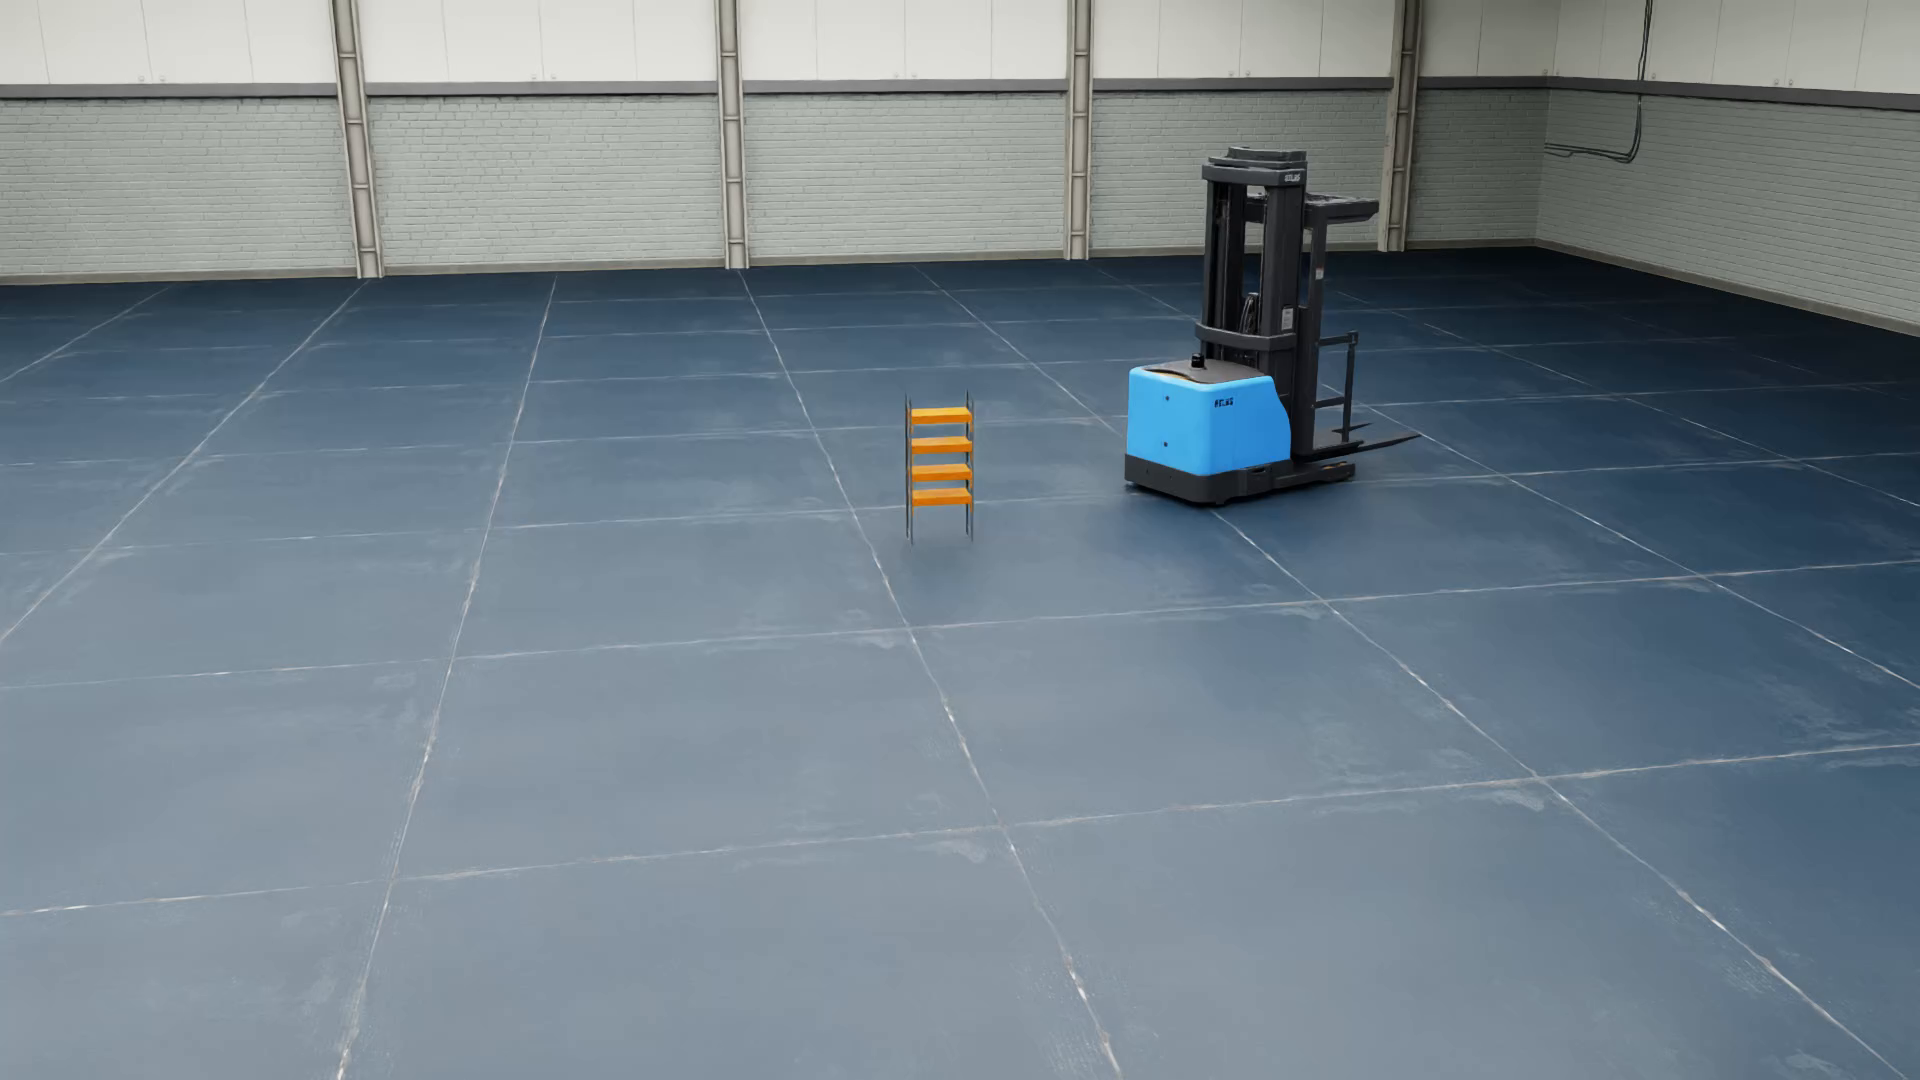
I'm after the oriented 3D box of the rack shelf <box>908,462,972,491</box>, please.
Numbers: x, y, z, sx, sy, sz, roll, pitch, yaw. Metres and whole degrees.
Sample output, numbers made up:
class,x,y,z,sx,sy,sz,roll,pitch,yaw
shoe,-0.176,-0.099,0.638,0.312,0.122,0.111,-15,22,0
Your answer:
class,x,y,z,sx,sy,sz,roll,pitch,yaw
rack shelf,-0.163,-0.500,13.125,0.480,0.148,0.258,-3,17,-10

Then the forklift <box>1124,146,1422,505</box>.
class,x,y,z,sx,sy,sz,roll,pitch,yaw
forklift,2.965,-2.016,14.884,3.031,2.935,1.130,-12,21,-33

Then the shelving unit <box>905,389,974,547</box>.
class,x,y,z,sx,sy,sz,roll,pitch,yaw
shelving unit,-0.163,-0.564,13.106,0.503,1.200,0.258,-3,17,-10

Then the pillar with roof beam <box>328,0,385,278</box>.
class,x,y,z,sx,sy,sz,roll,pitch,yaw
pillar with roof beam,-8.903,-7.406,22.097,0.400,9.000,9.100,-3,17,-10

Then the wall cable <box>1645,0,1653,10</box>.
class,x,y,z,sx,sy,sz,roll,pitch,yaw
wall cable,11.610,-9.582,25.870,0.112,2.526,3.097,-3,17,-10

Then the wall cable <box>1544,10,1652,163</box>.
class,x,y,z,sx,sy,sz,roll,pitch,yaw
wall cable,11.097,-7.948,29.151,0.112,2.526,3.097,-3,17,-10

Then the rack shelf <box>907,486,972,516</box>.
class,x,y,z,sx,sy,sz,roll,pitch,yaw
rack shelf,-0.163,-0.310,13.184,0.480,0.148,0.258,-3,17,-10

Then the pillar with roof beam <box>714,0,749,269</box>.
class,x,y,z,sx,sy,sz,roll,pitch,yaw
pillar with roof beam,-3.011,-7.740,23.185,0.400,9.000,9.100,-3,17,-10

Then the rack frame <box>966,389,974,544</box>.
class,x,y,z,sx,sy,sz,roll,pitch,yaw
rack frame,0.077,-0.578,13.150,0.015,1.200,0.240,-3,17,-10

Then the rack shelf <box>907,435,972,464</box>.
class,x,y,z,sx,sy,sz,roll,pitch,yaw
rack shelf,-0.163,-0.714,13.060,0.480,0.148,0.258,-3,17,-10

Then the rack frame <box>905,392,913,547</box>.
class,x,y,z,sx,sy,sz,roll,pitch,yaw
rack frame,-0.402,-0.551,13.061,0.015,1.200,0.240,-3,17,-10

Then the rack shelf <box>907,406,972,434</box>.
class,x,y,z,sx,sy,sz,roll,pitch,yaw
rack shelf,-0.163,-0.940,12.990,0.480,0.148,0.258,-3,17,-10

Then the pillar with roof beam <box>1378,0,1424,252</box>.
class,x,y,z,sx,sy,sz,roll,pitch,yaw
pillar with roof beam,8.771,-8.408,25.361,0.400,9.000,9.100,-3,17,-10
